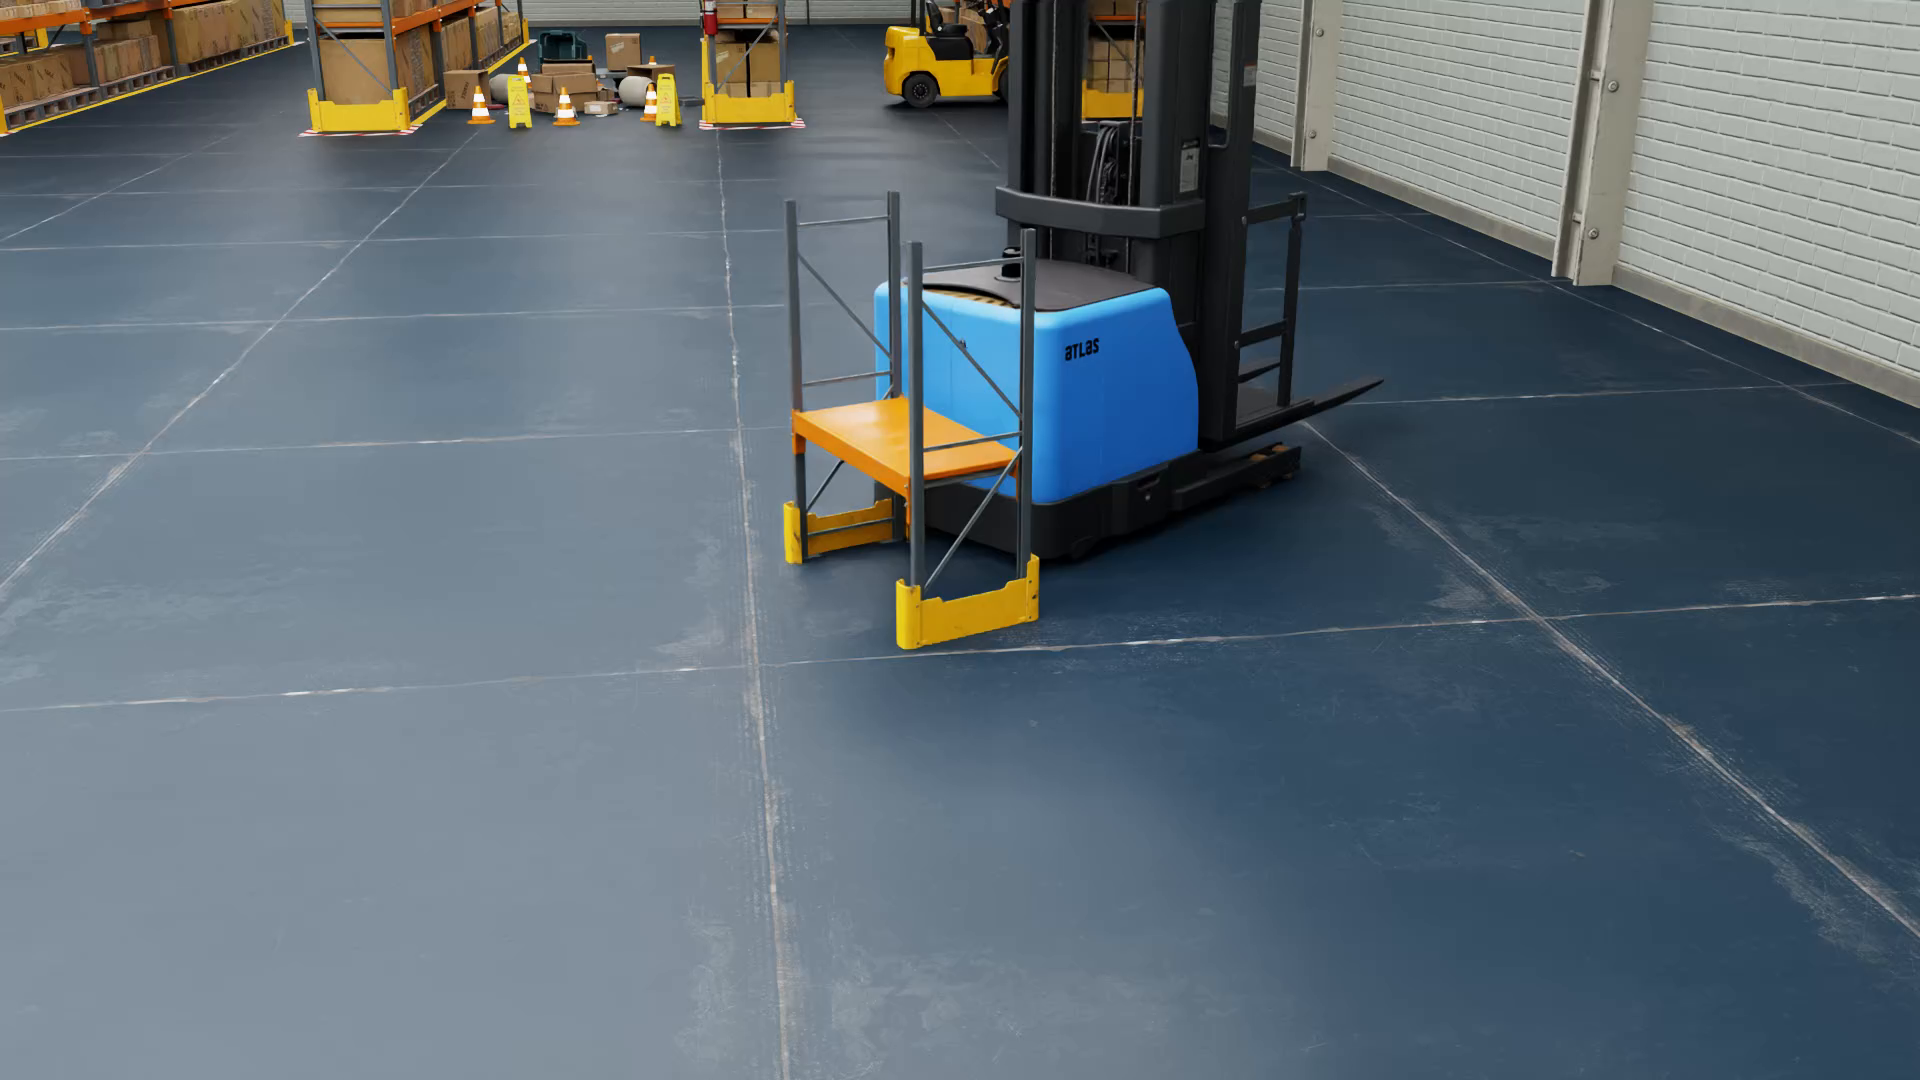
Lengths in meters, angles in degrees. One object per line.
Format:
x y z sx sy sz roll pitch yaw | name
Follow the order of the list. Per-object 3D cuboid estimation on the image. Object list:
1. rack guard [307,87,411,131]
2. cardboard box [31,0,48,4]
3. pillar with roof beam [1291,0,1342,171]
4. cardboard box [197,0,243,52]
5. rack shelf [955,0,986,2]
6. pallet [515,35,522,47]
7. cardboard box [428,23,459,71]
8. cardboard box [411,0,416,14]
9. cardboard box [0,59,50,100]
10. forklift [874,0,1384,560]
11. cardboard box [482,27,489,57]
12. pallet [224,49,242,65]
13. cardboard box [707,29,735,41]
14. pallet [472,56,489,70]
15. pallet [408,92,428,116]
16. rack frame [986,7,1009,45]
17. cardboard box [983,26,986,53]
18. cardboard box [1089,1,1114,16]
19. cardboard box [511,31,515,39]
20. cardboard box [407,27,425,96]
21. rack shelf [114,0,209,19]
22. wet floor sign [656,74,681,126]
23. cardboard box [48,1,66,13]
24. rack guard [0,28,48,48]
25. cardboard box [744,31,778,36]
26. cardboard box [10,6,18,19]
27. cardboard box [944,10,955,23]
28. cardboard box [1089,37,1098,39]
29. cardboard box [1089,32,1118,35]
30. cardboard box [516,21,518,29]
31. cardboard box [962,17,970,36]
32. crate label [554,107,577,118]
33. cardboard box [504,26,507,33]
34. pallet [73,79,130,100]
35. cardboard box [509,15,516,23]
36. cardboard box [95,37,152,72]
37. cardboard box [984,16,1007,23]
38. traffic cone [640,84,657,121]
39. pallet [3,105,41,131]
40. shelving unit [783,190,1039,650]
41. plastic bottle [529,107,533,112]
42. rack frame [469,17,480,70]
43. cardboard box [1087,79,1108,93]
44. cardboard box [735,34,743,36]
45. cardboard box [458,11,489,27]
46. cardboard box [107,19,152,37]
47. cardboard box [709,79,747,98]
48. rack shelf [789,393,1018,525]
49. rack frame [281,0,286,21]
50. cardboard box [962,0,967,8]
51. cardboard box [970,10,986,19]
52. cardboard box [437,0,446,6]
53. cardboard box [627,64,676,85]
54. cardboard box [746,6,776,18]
-7.662 -5.501 21.230 1.175 0.500 0.348 -3 21 -8 | rack guard
-12.953 -7.534 22.534 0.875 0.500 0.500 -3 21 -8 | cardboard box
-0.474 -8.019 15.825 9.100 9.000 0.400 -3 21 -8 | pillar with roof beam
-14.206 -9.601 31.071 1.225 0.875 0.875 -3 21 -8 | cardboard box
0.688 -10.342 31.647 1.077 0.370 4.000 -3 21 -8 | rack shelf
-9.879 -10.604 35.307 1.003 0.211 1.213 -3 21 -8 | pallet
-8.556 -7.753 26.301 1.050 0.750 0.750 -3 21 -8 | cardboard box
-7.939 -7.448 22.656 0.875 0.550 0.500 -3 21 -8 | cardboard box
-12.890 -6.326 22.840 0.500 0.500 0.500 -5 21 -13 | cardboard box
0.993 -1.721 7.636 1.130 2.935 3.031 18 27 40 | forklift
-8.744 -8.908 29.751 0.500 0.500 0.500 -3 21 -7 | cardboard box
-14.133 -9.050 31.146 1.003 0.211 1.213 -3 21 -8 | pallet
-3.275 -6.917 22.779 0.380 0.149 0.250 -2 21 -6 | cardboard box
-8.930 -8.415 29.444 1.003 0.211 1.213 -3 21 -8 | pallet
-8.031 -6.068 23.162 1.003 0.211 1.213 -3 21 -8 | pallet
0.976 -9.987 29.667 1.000 3.000 0.127 -3 21 -8 | rack frame
0.702 -9.148 30.394 0.500 0.500 0.500 -2 21 -6 | cardboard box
1.798 -7.421 22.654 0.500 0.500 0.500 -3 21 -9 | cardboard box
-9.433 -10.464 34.420 0.380 0.149 0.250 -3 21 -7 | cardboard box
-8.087 -6.734 23.394 0.875 0.875 0.875 -3 21 -7 | cardboard box
-14.030 -9.591 29.635 1.077 0.370 4.000 -3 21 -8 | rack shelf
-3.814 -5.742 21.669 0.267 0.644 0.232 4 21 11 | wet floor sign
-12.694 -7.415 23.142 0.380 0.149 0.250 -3 21 -8 | cardboard box
-19.813 -10.592 34.860 1.175 0.500 0.348 -3 21 -8 | rack guard
-2.933 -7.243 24.578 0.500 0.500 0.500 -3 21 -7 | cardboard box
-12.581 -6.891 21.737 0.380 0.149 0.250 -3 21 -8 | cardboard box
0.052 -10.908 35.107 0.700 0.500 0.500 -4 21 -10 | cardboard box
1.675 -6.914 23.341 0.500 0.250 0.500 -3 21 -7 | cardboard box
2.043 -7.294 24.359 0.500 0.250 0.500 -3 21 -9 | cardboard box
-9.537 -10.872 35.088 0.380 0.149 0.250 -4 21 -10 | cardboard box
0.333 -10.035 32.768 0.500 0.500 0.500 -3 21 -8 | cardboard box
-5.345 -5.803 22.558 0.250 0.136 0.298 -15 25 -35 | crate label
-9.380 -10.333 33.644 0.380 0.149 0.250 -2 21 -5 | cardboard box
-13.279 -6.813 25.157 1.003 0.211 1.213 -3 21 -8 | pallet
-9.434 -10.833 34.558 0.380 0.149 0.250 -2 21 -6 | cardboard box
-13.533 -7.848 26.885 0.700 0.500 0.500 -5 21 -12 | cardboard box
0.654 -9.474 30.341 0.380 0.149 0.250 -4 21 -10 | cardboard box
-4.121 -5.860 22.246 0.336 0.463 0.334 -3 21 -8 | traffic cone
-12.682 -5.468 21.555 1.003 0.211 1.213 -3 21 -8 | pallet
-0.216 -0.508 6.432 0.587 1.500 1.083 -11 23 -28 | shelving unit
-6.088 -6.033 23.281 0.133 0.061 0.283 -11 23 -26 | plastic bottle
-8.819 -9.450 28.231 1.000 3.000 0.127 -3 21 -8 | rack frame
1.749 -6.272 23.052 0.500 0.250 0.500 -3 21 -7 | cardboard box
-3.379 -7.028 24.003 0.500 0.500 0.500 -2 21 -5 | cardboard box
-8.811 -9.426 30.066 0.500 0.250 0.500 -3 21 -7 | cardboard box
-13.616 -8.391 27.267 0.500 0.250 0.500 -2 21 -6 | cardboard box
-3.168 -6.148 22.720 0.500 0.250 0.500 -3 21 -8 | cardboard box
-0.211 -0.337 6.488 0.538 0.185 1.000 -11 23 -28 | rack shelf
-14.895 -12.005 35.071 1.000 3.000 0.127 -3 21 -8 | rack frame
0.248 -10.706 33.213 0.380 0.149 0.250 -3 21 -9 | cardboard box
0.405 -10.201 32.285 0.380 0.149 0.250 -3 21 -8 | cardboard box
-8.052 -8.308 25.030 0.500 0.500 0.500 -3 21 -7 | cardboard box
-4.551 -6.741 24.545 0.500 0.500 0.500 12 24 29 | cardboard box
-2.626 -6.975 21.964 0.380 0.149 0.250 -3 21 -8 | cardboard box
